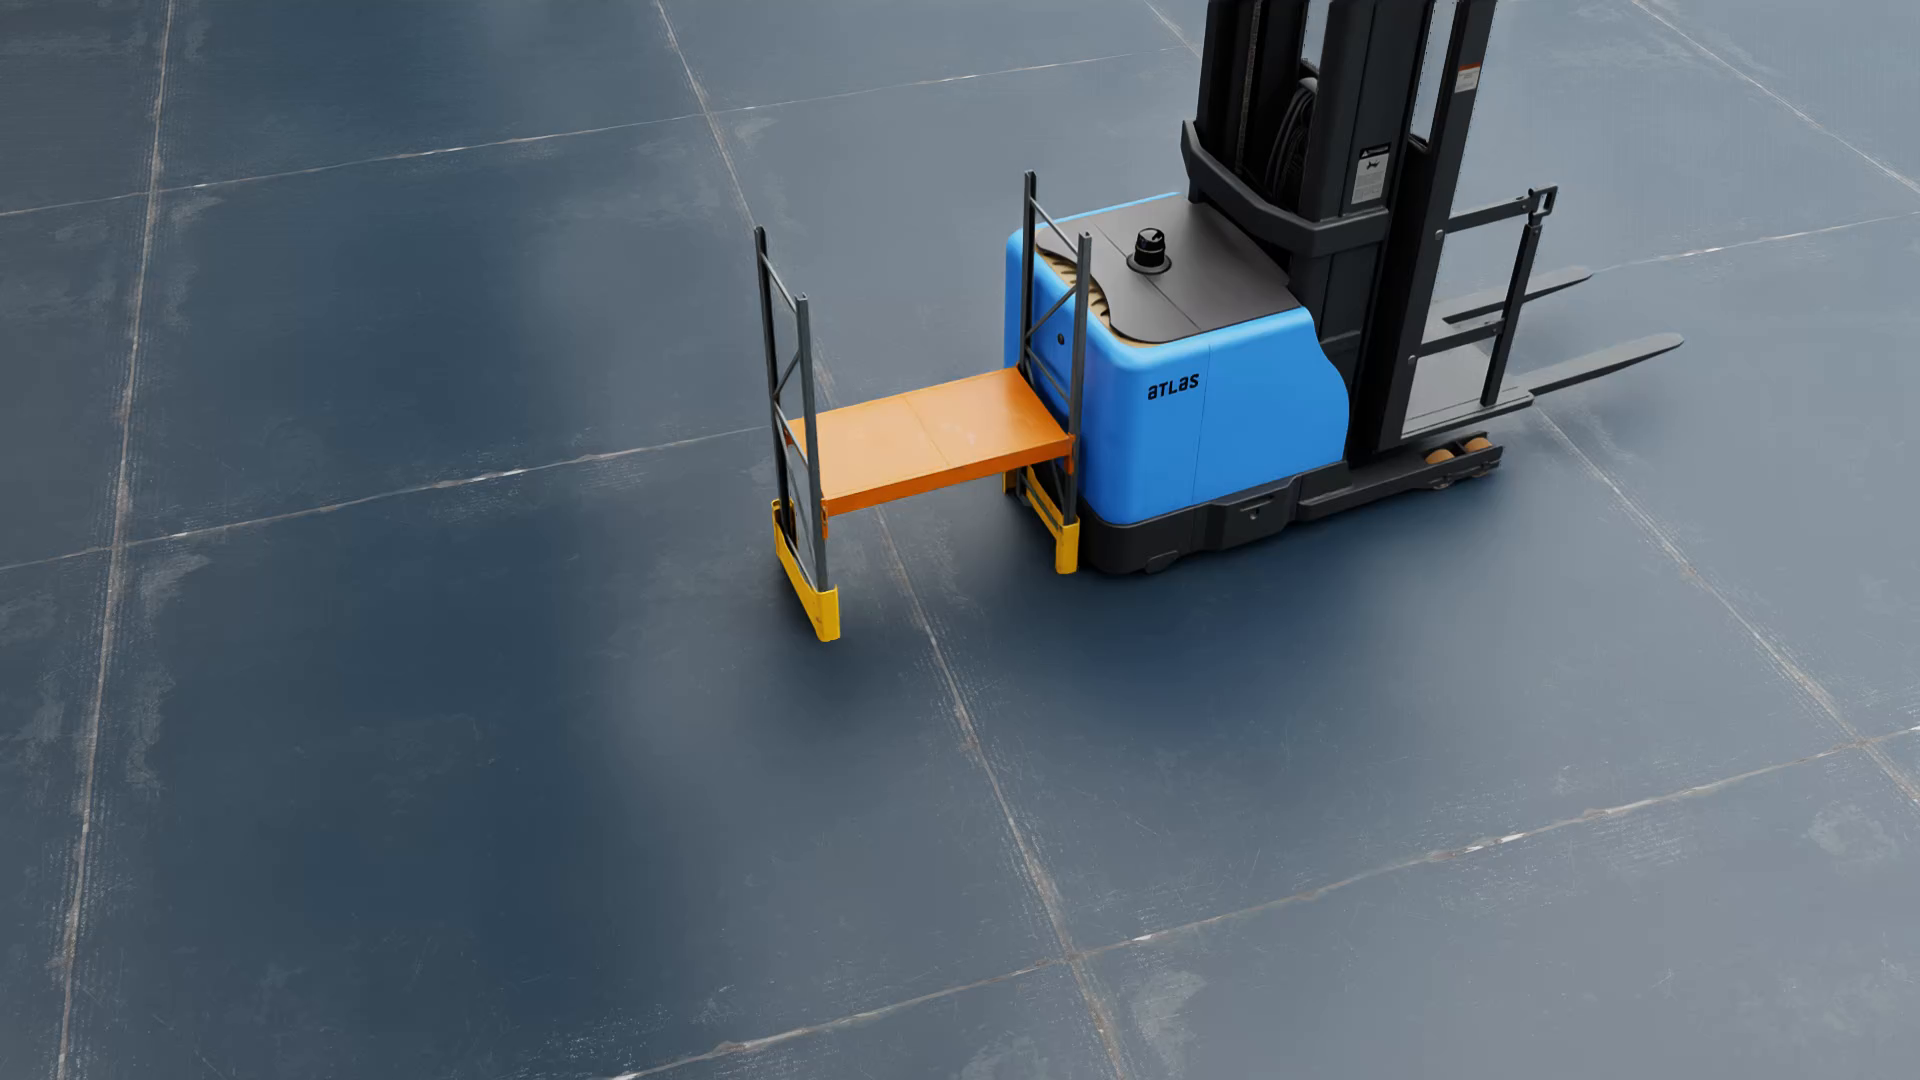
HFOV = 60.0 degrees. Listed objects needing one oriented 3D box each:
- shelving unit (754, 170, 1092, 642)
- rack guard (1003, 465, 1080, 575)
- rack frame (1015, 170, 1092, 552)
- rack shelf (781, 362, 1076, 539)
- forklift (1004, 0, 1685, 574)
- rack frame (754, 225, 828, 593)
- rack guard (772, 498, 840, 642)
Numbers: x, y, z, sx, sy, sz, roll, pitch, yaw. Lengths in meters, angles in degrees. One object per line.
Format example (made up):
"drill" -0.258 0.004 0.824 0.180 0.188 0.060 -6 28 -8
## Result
"shelving unit" -0.137 -0.486 6.166 1.083 1.500 0.587 -15 43 -17
"rack guard" 0.323 -0.140 6.720 0.087 0.250 0.587 -15 43 -17
"rack frame" 0.341 -0.615 6.314 0.032 1.500 0.500 -15 43 -17
"rack shelf" -0.129 -0.353 6.287 1.000 0.185 0.538 -15 43 -17
"forklift" 1.728 -1.619 6.375 3.031 2.935 1.130 -17 44 -18
"rack frame" -0.599 -0.361 6.023 0.032 1.500 0.500 -15 43 -17
"rack guard" -0.598 0.109 6.435 0.087 0.250 0.587 -15 43 -17
